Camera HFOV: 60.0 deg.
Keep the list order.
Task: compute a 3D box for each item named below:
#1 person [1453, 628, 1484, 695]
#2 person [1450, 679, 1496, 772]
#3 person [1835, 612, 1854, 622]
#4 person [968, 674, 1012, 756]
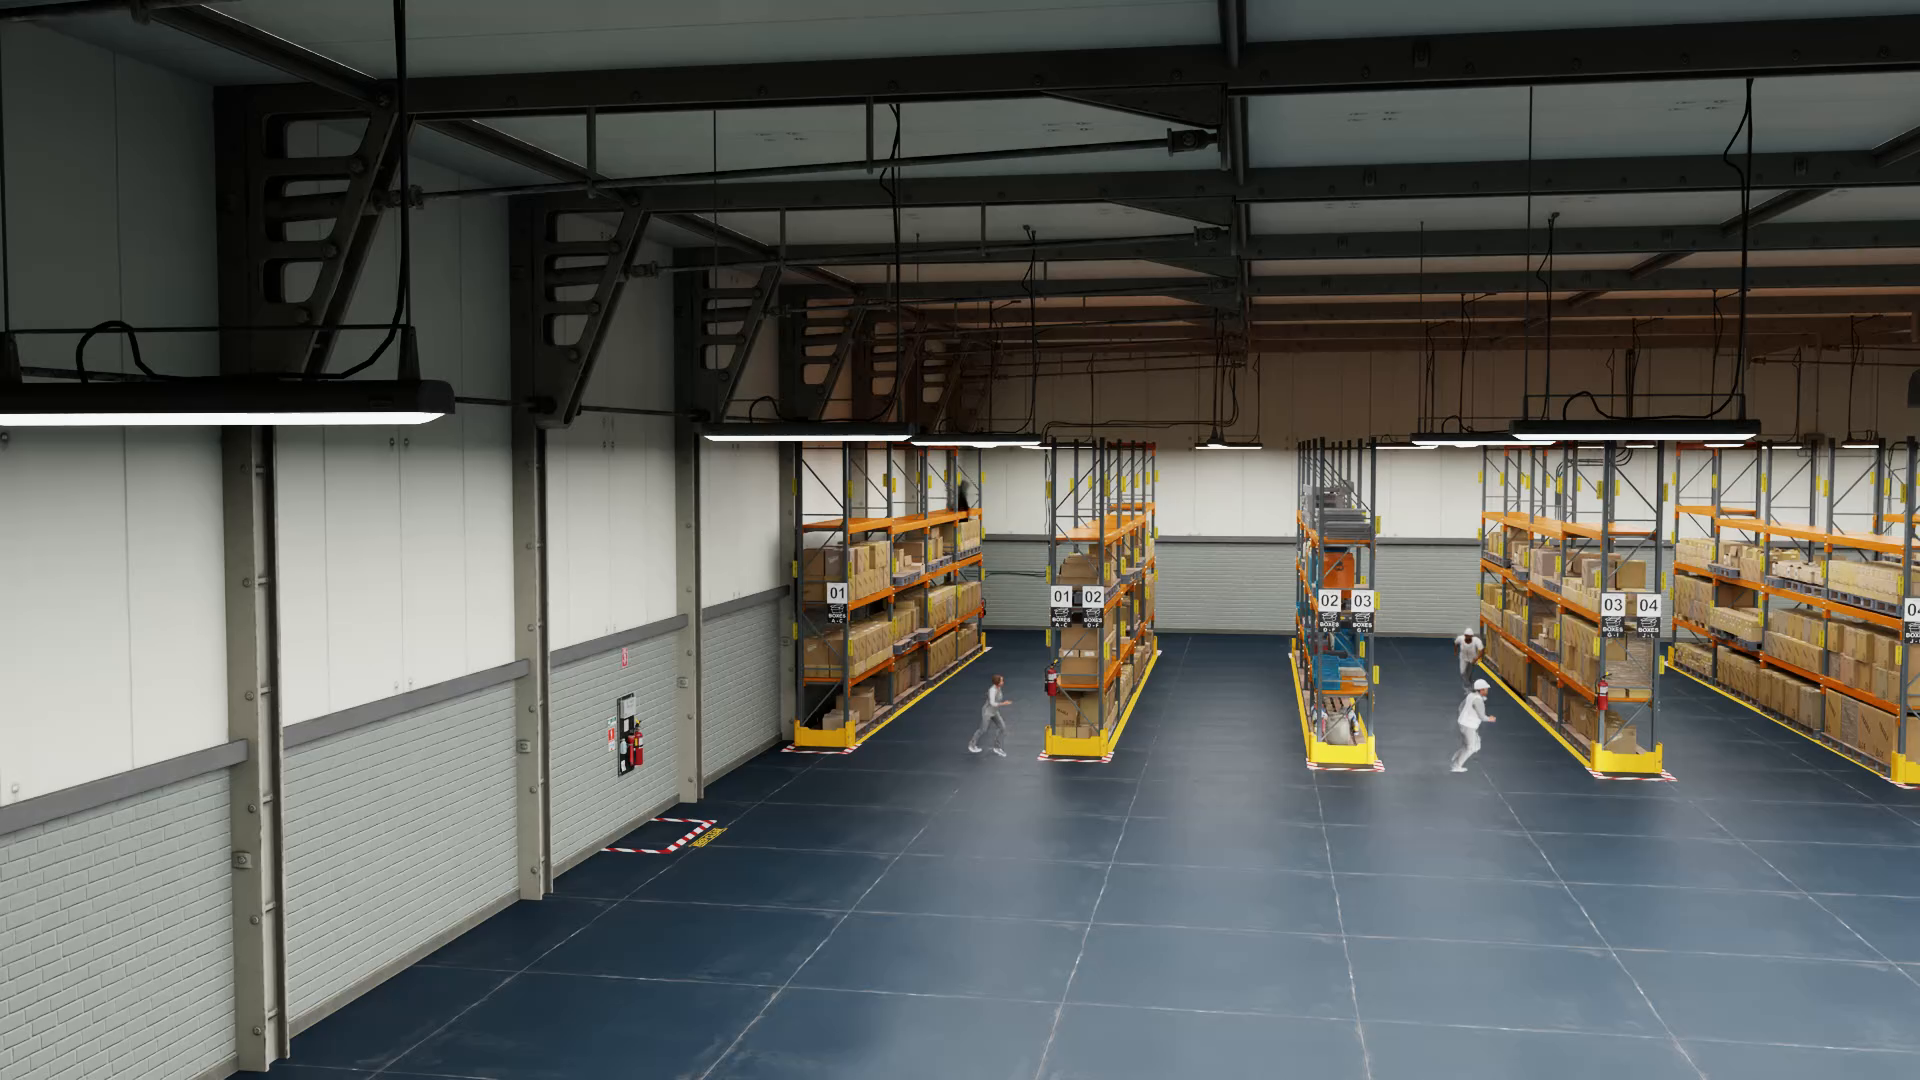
[{"bbox_3d":[12.056,2.838,39.396,0.704,1.606,1.134,1,3,18],"label":"person"},{"bbox_3d":[9.165,3.315,29.708,0.795,1.667,0.643,0,3,6],"label":"person"},{"bbox_3d":[24.507,2.482,45.962,1.007,1.707,0.703,0,3,-9],"label":"person"},{"bbox_3d":[0.580,3.292,31.296,0.904,1.561,0.536,2,3,28],"label":"person"}]
